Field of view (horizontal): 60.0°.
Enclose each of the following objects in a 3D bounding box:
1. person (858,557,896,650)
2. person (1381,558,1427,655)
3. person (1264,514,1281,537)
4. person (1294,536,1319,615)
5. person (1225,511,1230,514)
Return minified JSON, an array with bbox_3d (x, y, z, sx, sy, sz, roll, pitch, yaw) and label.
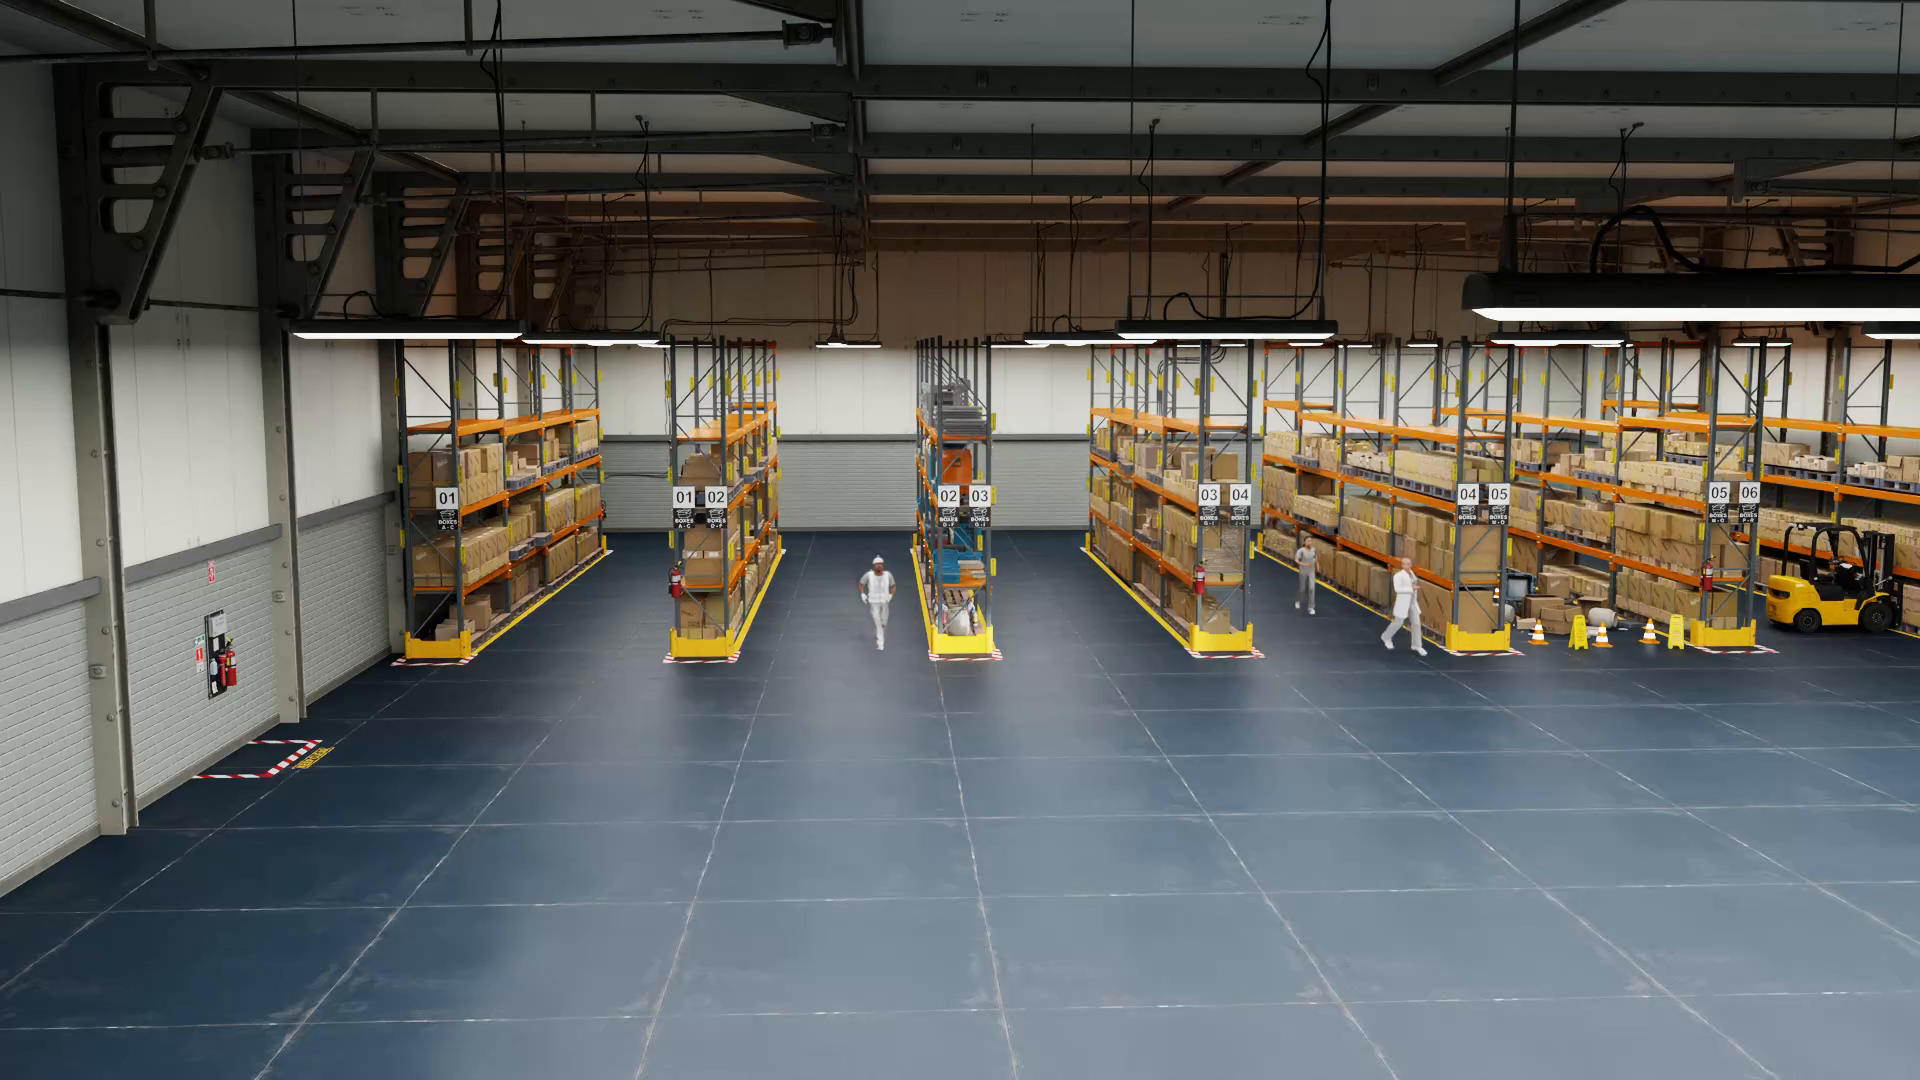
[{"bbox_3d":[-1.589,1.205,32.163,0.709,1.755,0.910,-2,7,-14],"label":"person"},{"bbox_3d":[8.459,1.238,31.598,0.708,1.806,1.009,-4,8,-32],"label":"person"},{"bbox_3d":[9.265,-0.677,49.184,0.701,1.683,0.588,3,7,25],"label":"person"},{"bbox_3d":[7.614,0.745,36.525,0.583,1.696,0.856,-1,7,-10],"label":"person"},{"bbox_3d":[7.410,-0.493,47.424,0.716,1.669,0.563,2,7,19],"label":"person"}]
